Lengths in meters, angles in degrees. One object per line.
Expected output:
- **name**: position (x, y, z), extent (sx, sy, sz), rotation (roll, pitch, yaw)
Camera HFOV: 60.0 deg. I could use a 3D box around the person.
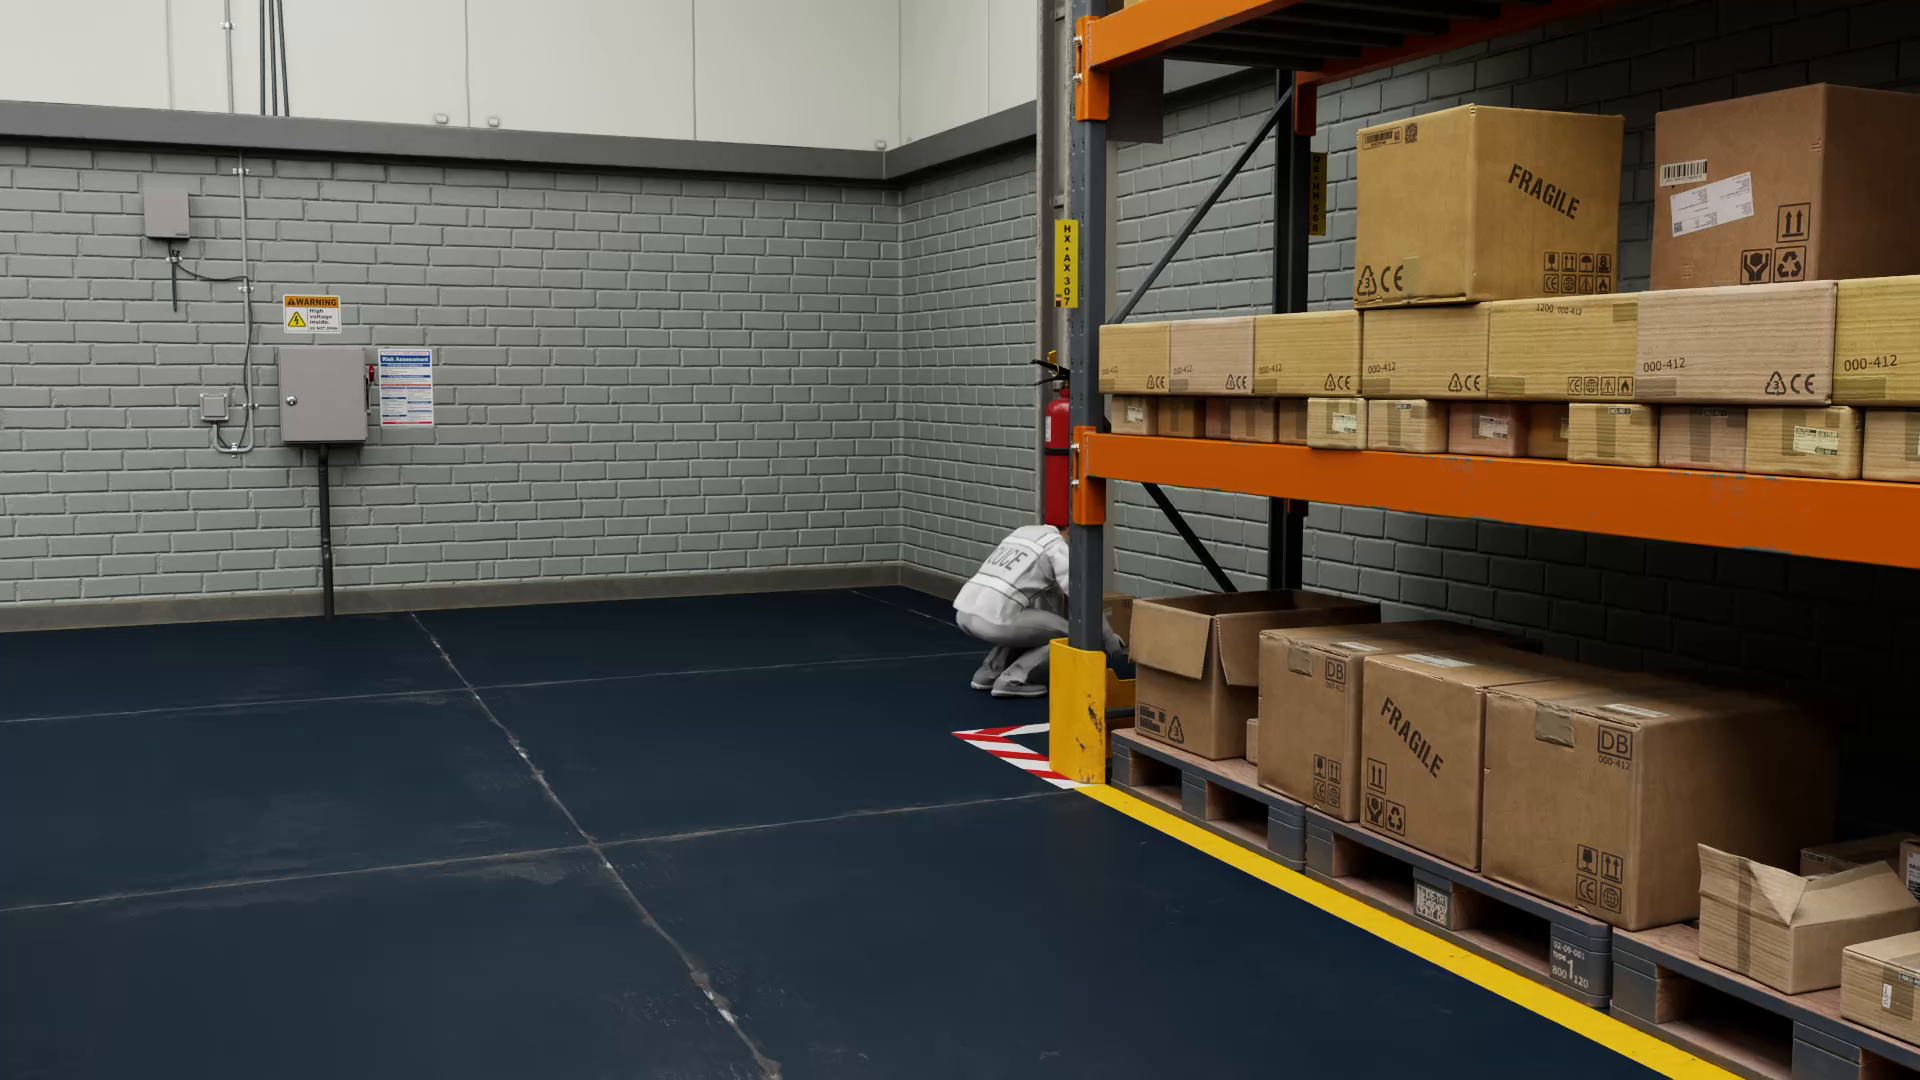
- **person**: position (0.374, 0.262, 8.038), extent (0.833, 0.960, 0.492), rotation (-2, 6, -24)
